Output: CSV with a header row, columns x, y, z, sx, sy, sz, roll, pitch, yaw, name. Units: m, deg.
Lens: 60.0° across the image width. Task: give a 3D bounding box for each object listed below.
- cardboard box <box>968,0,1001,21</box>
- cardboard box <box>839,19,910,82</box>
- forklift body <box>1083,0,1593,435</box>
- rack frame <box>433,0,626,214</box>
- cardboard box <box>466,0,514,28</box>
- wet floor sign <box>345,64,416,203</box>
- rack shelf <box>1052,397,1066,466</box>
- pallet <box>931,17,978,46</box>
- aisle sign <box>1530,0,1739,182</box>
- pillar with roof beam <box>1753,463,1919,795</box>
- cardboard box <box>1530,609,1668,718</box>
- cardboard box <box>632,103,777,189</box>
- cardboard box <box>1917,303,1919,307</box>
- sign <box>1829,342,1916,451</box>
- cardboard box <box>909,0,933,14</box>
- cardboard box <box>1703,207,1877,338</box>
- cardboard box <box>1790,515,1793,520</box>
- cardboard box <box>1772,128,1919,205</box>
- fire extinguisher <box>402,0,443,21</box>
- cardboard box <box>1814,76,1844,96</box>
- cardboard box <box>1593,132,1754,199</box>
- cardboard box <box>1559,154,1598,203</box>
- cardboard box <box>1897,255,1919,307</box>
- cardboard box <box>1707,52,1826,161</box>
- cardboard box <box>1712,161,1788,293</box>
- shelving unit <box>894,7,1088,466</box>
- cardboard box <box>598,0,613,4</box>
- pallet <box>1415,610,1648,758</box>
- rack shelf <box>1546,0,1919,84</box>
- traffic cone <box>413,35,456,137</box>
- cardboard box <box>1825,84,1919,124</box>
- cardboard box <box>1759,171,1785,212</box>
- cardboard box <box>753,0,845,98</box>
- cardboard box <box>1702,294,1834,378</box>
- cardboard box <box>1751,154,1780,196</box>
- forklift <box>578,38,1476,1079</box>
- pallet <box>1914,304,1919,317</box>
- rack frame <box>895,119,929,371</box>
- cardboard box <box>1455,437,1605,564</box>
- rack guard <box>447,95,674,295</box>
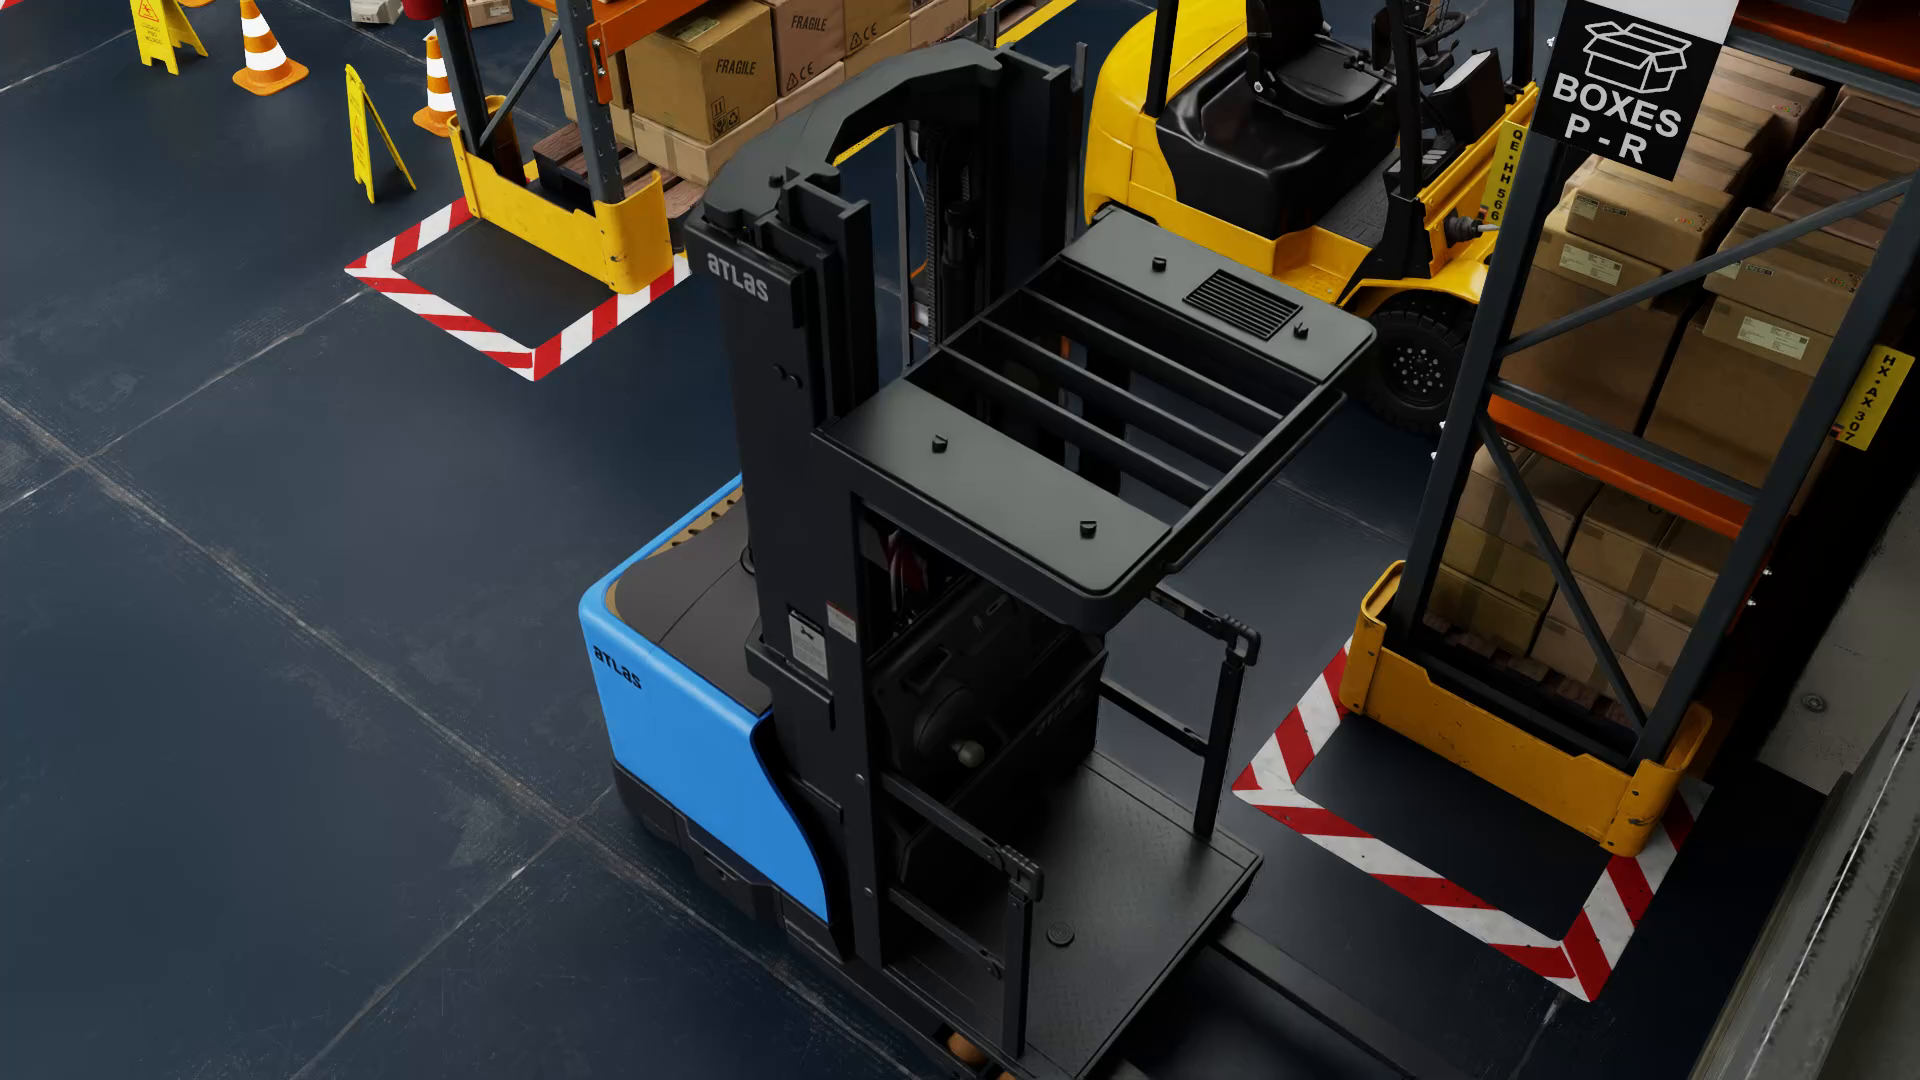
x,y,z,sx,sy,sz,roll,pitch,yaw,name
0.012,-3.207,9.350,0.500,0.250,0.500,28,52,24,cardboard box
-0.613,-2.631,8.800,0.500,0.250,0.500,33,54,27,cardboard box
1.679,-1.896,7.073,2.313,2.155,1.214,29,53,25,forklift body
-1.967,-2.489,7.054,1.000,3.000,0.127,29,53,25,rack frame
-2.764,-3.147,9.654,0.250,0.149,0.380,-17,49,-15,cardboard box
-2.930,-2.041,8.253,0.232,0.644,0.267,-25,51,-22,wet floor sign
0.101,-0.327,6.597,0.431,0.518,0.480,29,53,25,rack shelf
-0.649,-2.714,9.197,1.003,0.211,1.213,29,53,25,pallet
1.691,-1.287,4.108,0.394,0.787,0.004,29,53,25,aisle sign
-0.304,-4.273,4.608,9.100,9.000,0.400,29,53,25,pillar with roof beam
2.418,0.313,5.988,0.500,0.250,0.500,29,53,25,cardboard box
-1.255,-2.024,8.220,0.500,0.250,0.500,29,53,25,cardboard box
3.974,-1.282,7.166,0.500,0.250,0.500,30,53,26,cardboard box
2.399,-0.375,4.380,0.100,0.325,0.005,29,53,25,sign
-0.291,-3.191,8.816,0.500,0.500,0.500,32,54,27,cardboard box
2.338,-0.756,4.675,0.380,0.149,0.250,28,53,24,cardboard box
3.050,-0.259,6.534,0.500,0.250,0.500,29,53,25,cardboard box
2.675,-1.048,4.954,0.380,0.149,0.250,30,53,26,cardboard box
-2.401,-2.601,7.214,0.296,0.674,0.183,29,53,25,fire extinguisher
2.943,-1.726,5.806,0.380,0.149,0.250,29,53,25,cardboard box
2.142,-1.111,5.014,0.380,0.149,0.250,29,53,25,cardboard box
2.086,-1.037,5.149,0.380,0.149,0.250,30,53,26,cardboard box
2.787,-0.800,5.371,0.500,0.500,0.500,31,54,26,cardboard box
2.492,-1.383,5.273,0.380,0.149,0.250,30,53,25,cardboard box
2.381,-1.022,5.583,0.500,0.500,0.500,31,54,26,cardboard box
0.101,-0.820,6.081,0.431,2.100,0.503,29,53,25,shelving unit
-1.595,-2.505,7.243,0.380,0.149,0.250,29,53,25,cardboard box
2.398,0.210,6.403,1.003,0.211,1.213,29,53,25,pallet
3.186,-2.229,5.228,1.077,0.370,4.000,29,53,25,rack shelf
-2.725,-2.429,8.751,0.336,0.463,0.334,29,53,25,traffic cone
2.979,-1.345,5.237,0.380,0.149,0.250,31,54,26,cardboard box
2.637,-0.947,5.062,0.380,0.149,0.250,28,53,24,cardboard box
-0.924,-2.598,8.250,0.500,0.500,0.500,27,52,24,cardboard box
2.376,-0.635,4.765,0.380,0.149,0.250,28,52,24,cardboard box
2.454,-1.296,5.395,0.380,0.149,0.250,29,53,25,cardboard box
0.264,0.321,4.417,3.031,2.935,1.130,31,54,26,forklift
3.890,-1.186,7.737,1.003,0.211,1.213,29,53,25,pallet
-0.048,-0.680,5.948,0.400,2.100,0.015,29,53,25,rack frame
1.998,-0.239,5.824,0.500,0.250,0.500,31,54,26,cardboard box
-1.920,-1.669,7.999,1.175,0.500,0.348,29,53,25,rack guard
